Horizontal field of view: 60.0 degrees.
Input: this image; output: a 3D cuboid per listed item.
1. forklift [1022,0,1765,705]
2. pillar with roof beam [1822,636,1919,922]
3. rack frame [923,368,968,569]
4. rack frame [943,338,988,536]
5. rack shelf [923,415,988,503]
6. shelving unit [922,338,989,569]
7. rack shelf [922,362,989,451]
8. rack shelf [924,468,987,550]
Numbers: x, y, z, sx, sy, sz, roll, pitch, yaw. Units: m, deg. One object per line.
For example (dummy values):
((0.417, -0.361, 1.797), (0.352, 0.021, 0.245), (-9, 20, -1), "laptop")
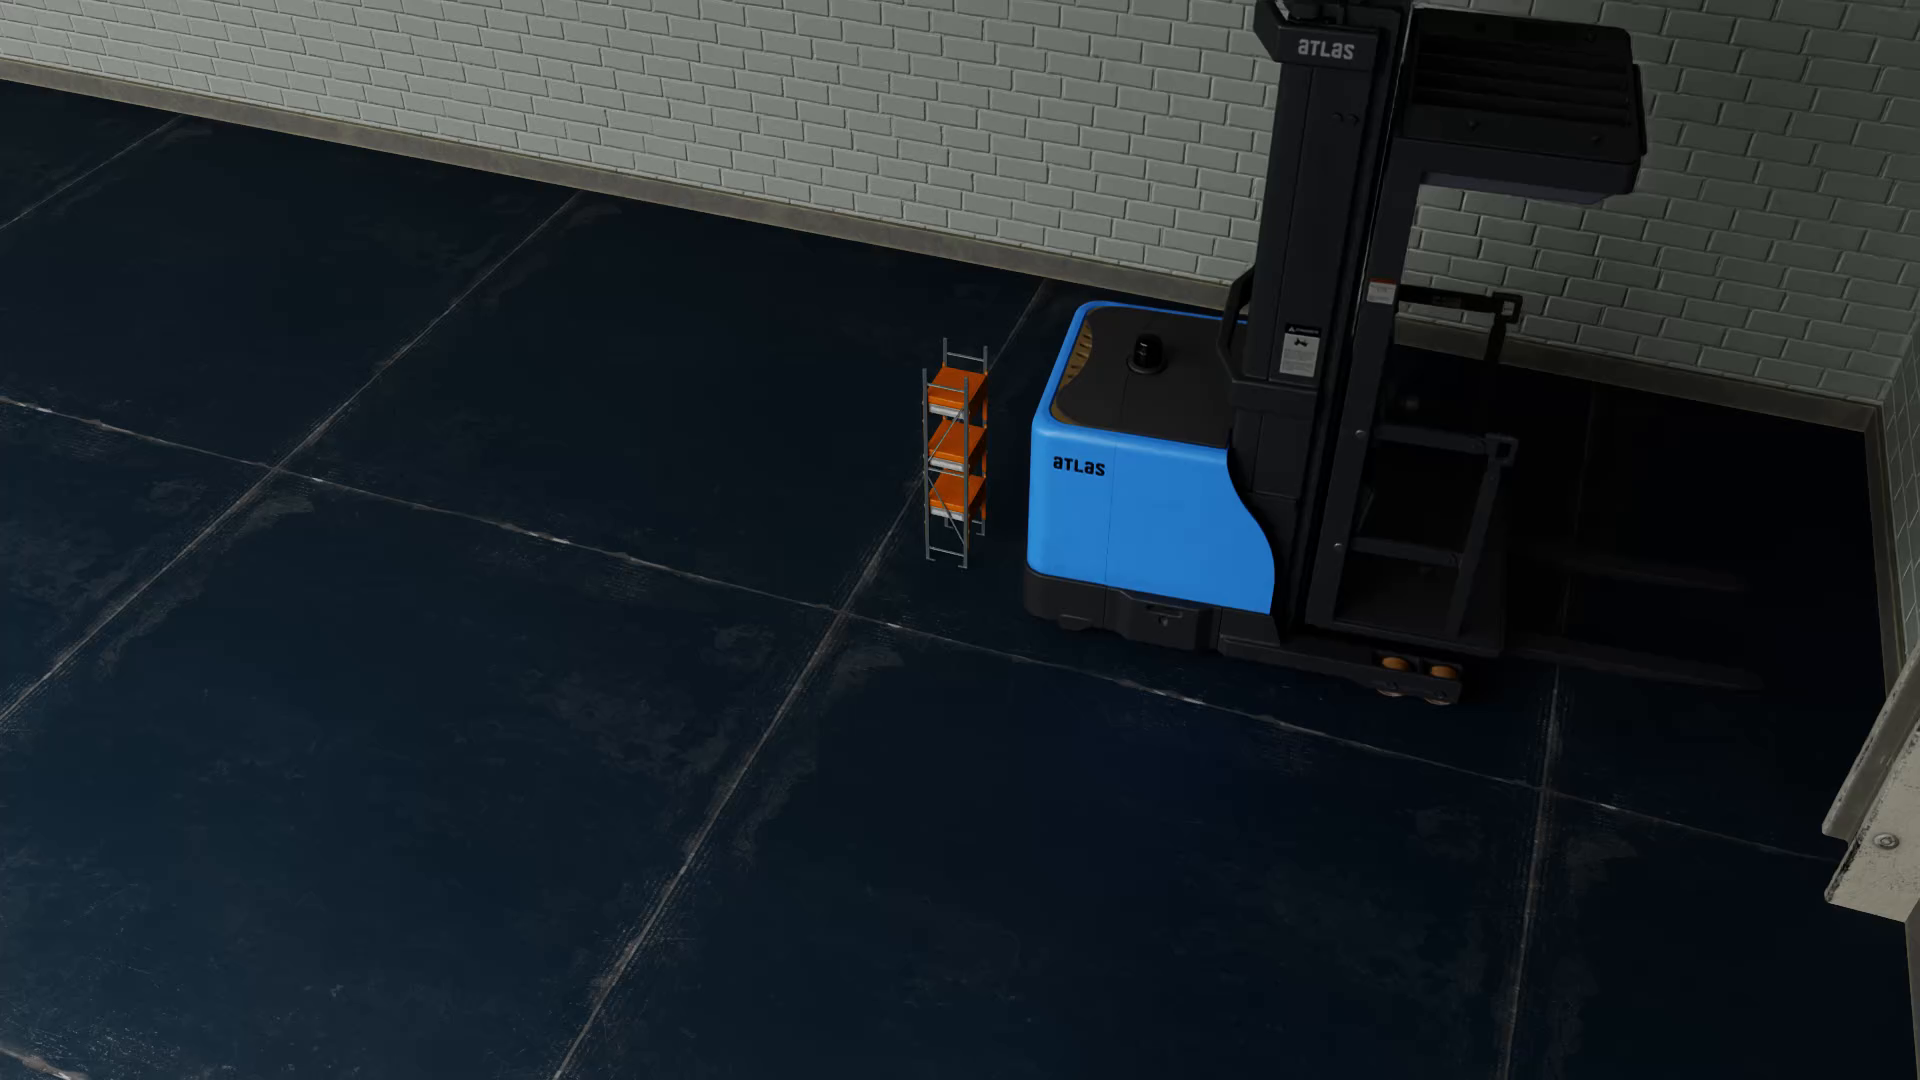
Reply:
((1.849, -0.815, 6.400), (3.031, 2.935, 1.130), (10, 41, 11), "forklift")
((-0.639, -3.131, 4.440), (9.100, 9.000, 0.400), (13, 42, 15), "pillar with roof beam")
((-0.060, -0.292, 7.237), (0.200, 1.050, 0.008), (13, 42, 15), "rack frame")
((0.023, -0.441, 7.412), (0.200, 1.050, 0.008), (13, 42, 15), "rack frame")
((-0.018, -0.359, 7.331), (0.215, 0.259, 0.240), (13, 42, 15), "rack shelf")
((-0.018, -0.367, 7.325), (0.215, 1.050, 0.252), (13, 42, 15), "shelving unit")
((-0.018, -0.575, 7.147), (0.215, 0.259, 0.240), (13, 42, 15), "rack shelf")
((-0.018, -0.147, 7.512), (0.215, 0.259, 0.240), (13, 42, 15), "rack shelf")
